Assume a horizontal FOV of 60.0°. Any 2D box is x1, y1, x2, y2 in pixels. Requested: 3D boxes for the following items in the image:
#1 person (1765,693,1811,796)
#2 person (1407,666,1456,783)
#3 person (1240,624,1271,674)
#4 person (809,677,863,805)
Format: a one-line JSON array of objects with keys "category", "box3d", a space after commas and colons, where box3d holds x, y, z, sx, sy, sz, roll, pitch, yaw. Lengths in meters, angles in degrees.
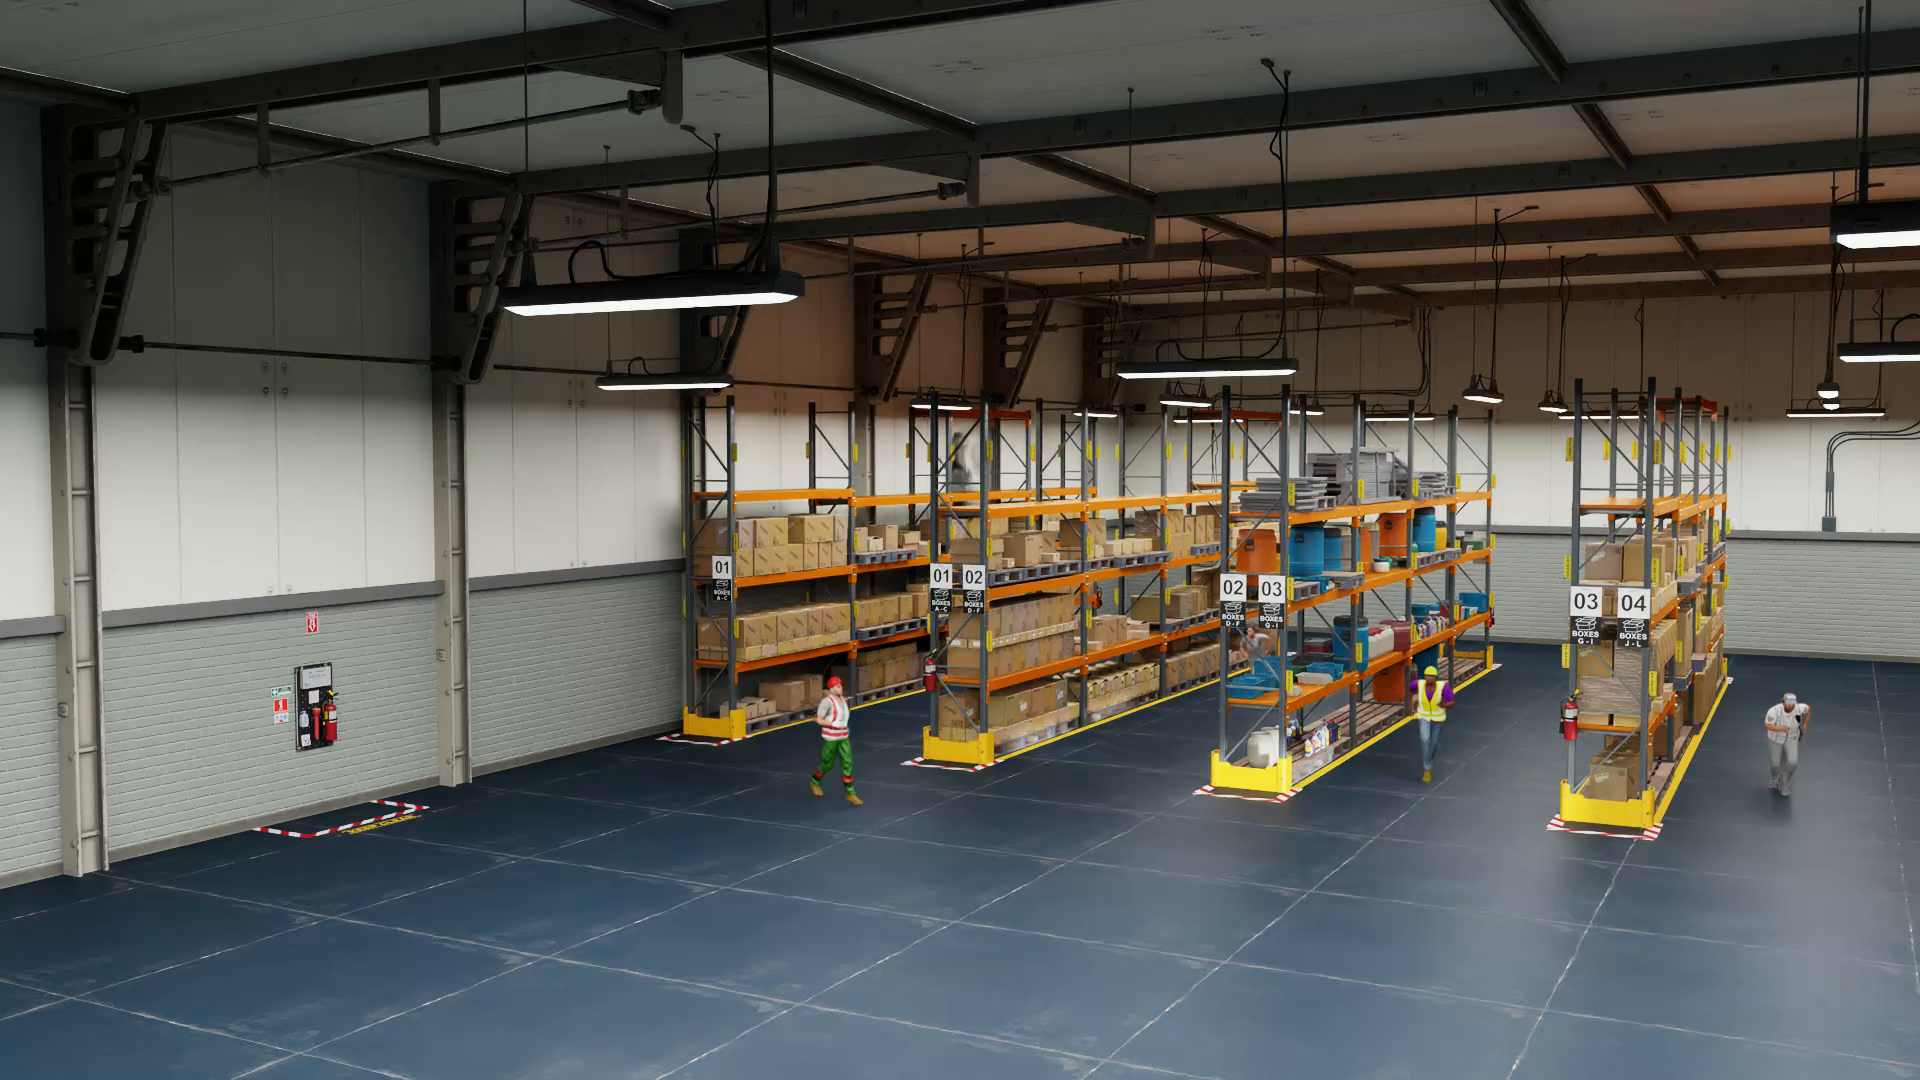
[{"category": "person", "box3d": [12.080, 2.974, 24.318, 0.642, 1.552, 0.949, 1, 3, 15]}, {"category": "person", "box3d": [7.249, 2.797, 25.613, 0.692, 1.776, 0.970, 1, 3, 10]}, {"category": "person", "box3d": [5.975, 2.471, 33.478, 0.606, 1.626, 0.959, 1, 3, 26]}, {"category": "person", "box3d": [-1.783, 2.835, 23.659, 0.970, 1.788, 0.649, 3, 4, 42]}]
